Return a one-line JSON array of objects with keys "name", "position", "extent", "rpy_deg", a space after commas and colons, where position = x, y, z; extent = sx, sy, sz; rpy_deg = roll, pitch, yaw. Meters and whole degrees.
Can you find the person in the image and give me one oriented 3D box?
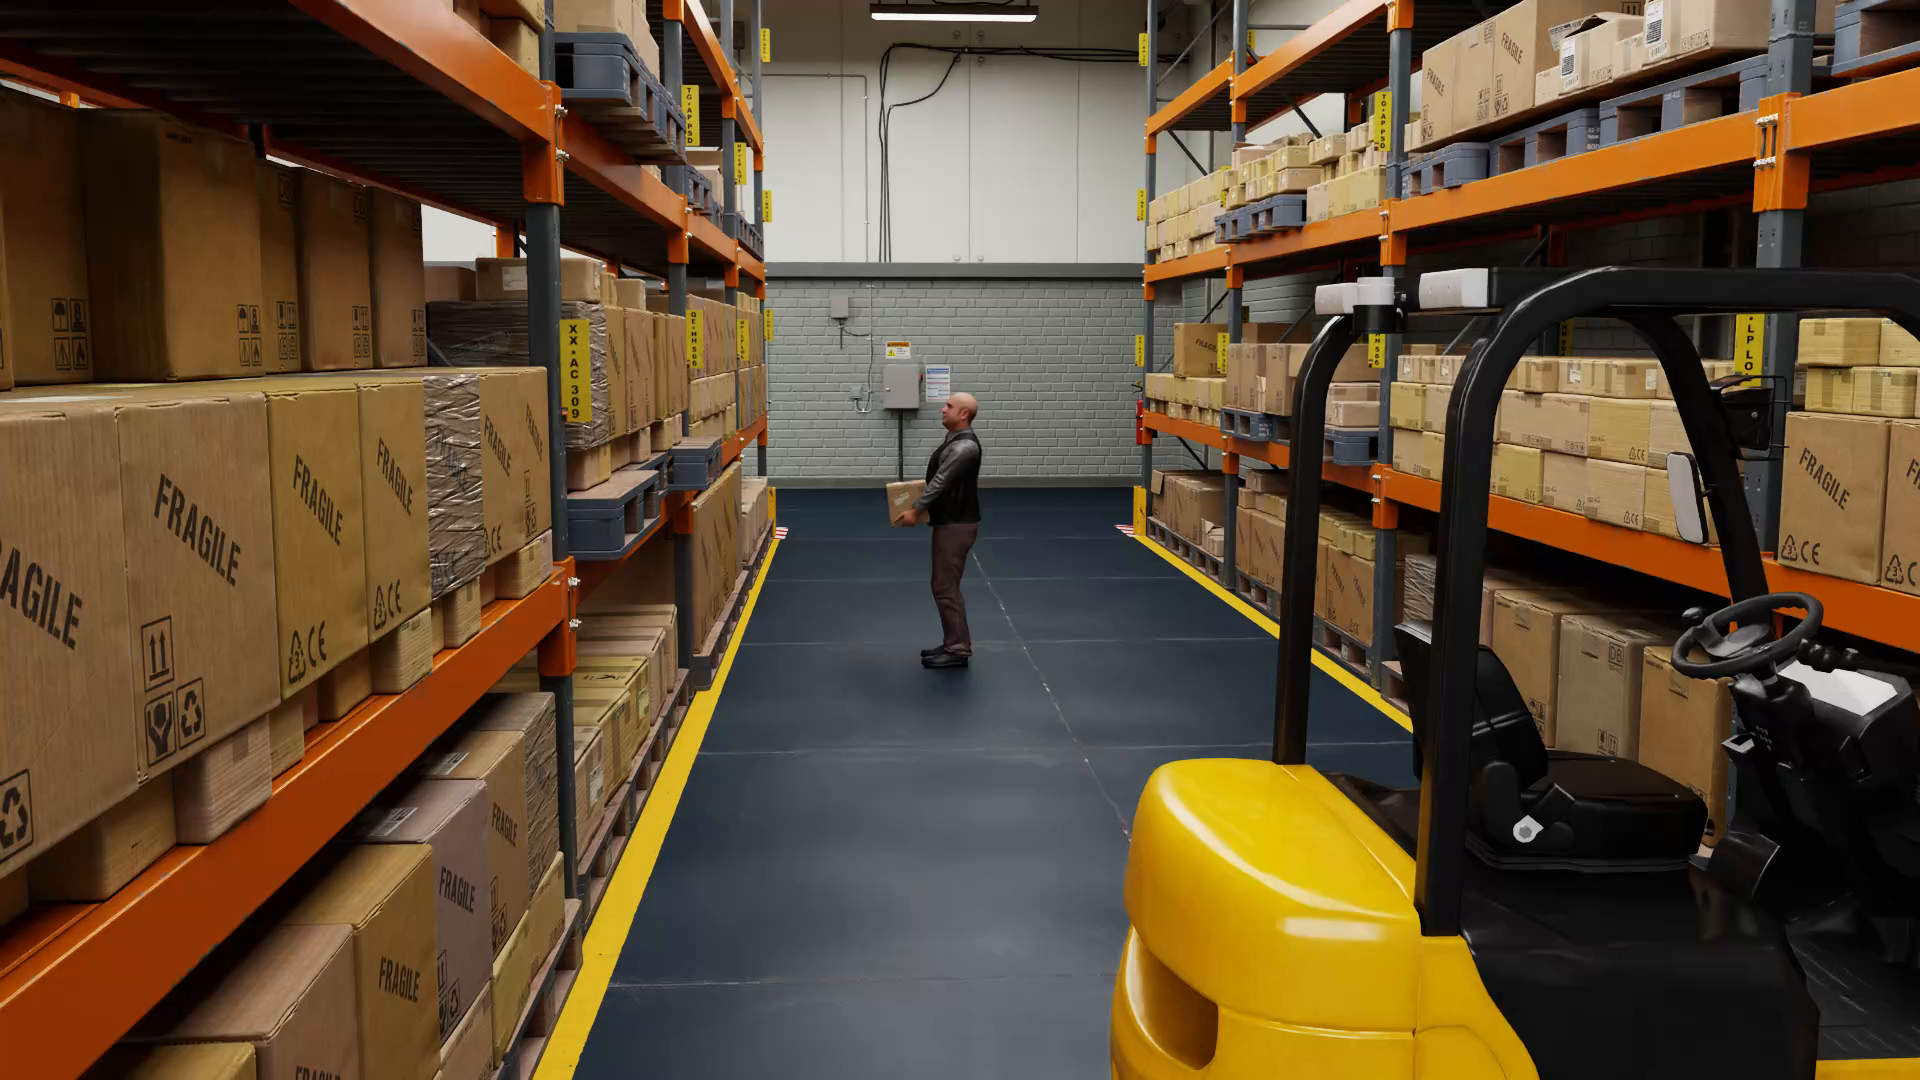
[{"name": "person", "position": [-0.138, -0.068, 10.460], "extent": [0.551, 1.711, 0.494], "rpy_deg": [0, 7, -4]}]
